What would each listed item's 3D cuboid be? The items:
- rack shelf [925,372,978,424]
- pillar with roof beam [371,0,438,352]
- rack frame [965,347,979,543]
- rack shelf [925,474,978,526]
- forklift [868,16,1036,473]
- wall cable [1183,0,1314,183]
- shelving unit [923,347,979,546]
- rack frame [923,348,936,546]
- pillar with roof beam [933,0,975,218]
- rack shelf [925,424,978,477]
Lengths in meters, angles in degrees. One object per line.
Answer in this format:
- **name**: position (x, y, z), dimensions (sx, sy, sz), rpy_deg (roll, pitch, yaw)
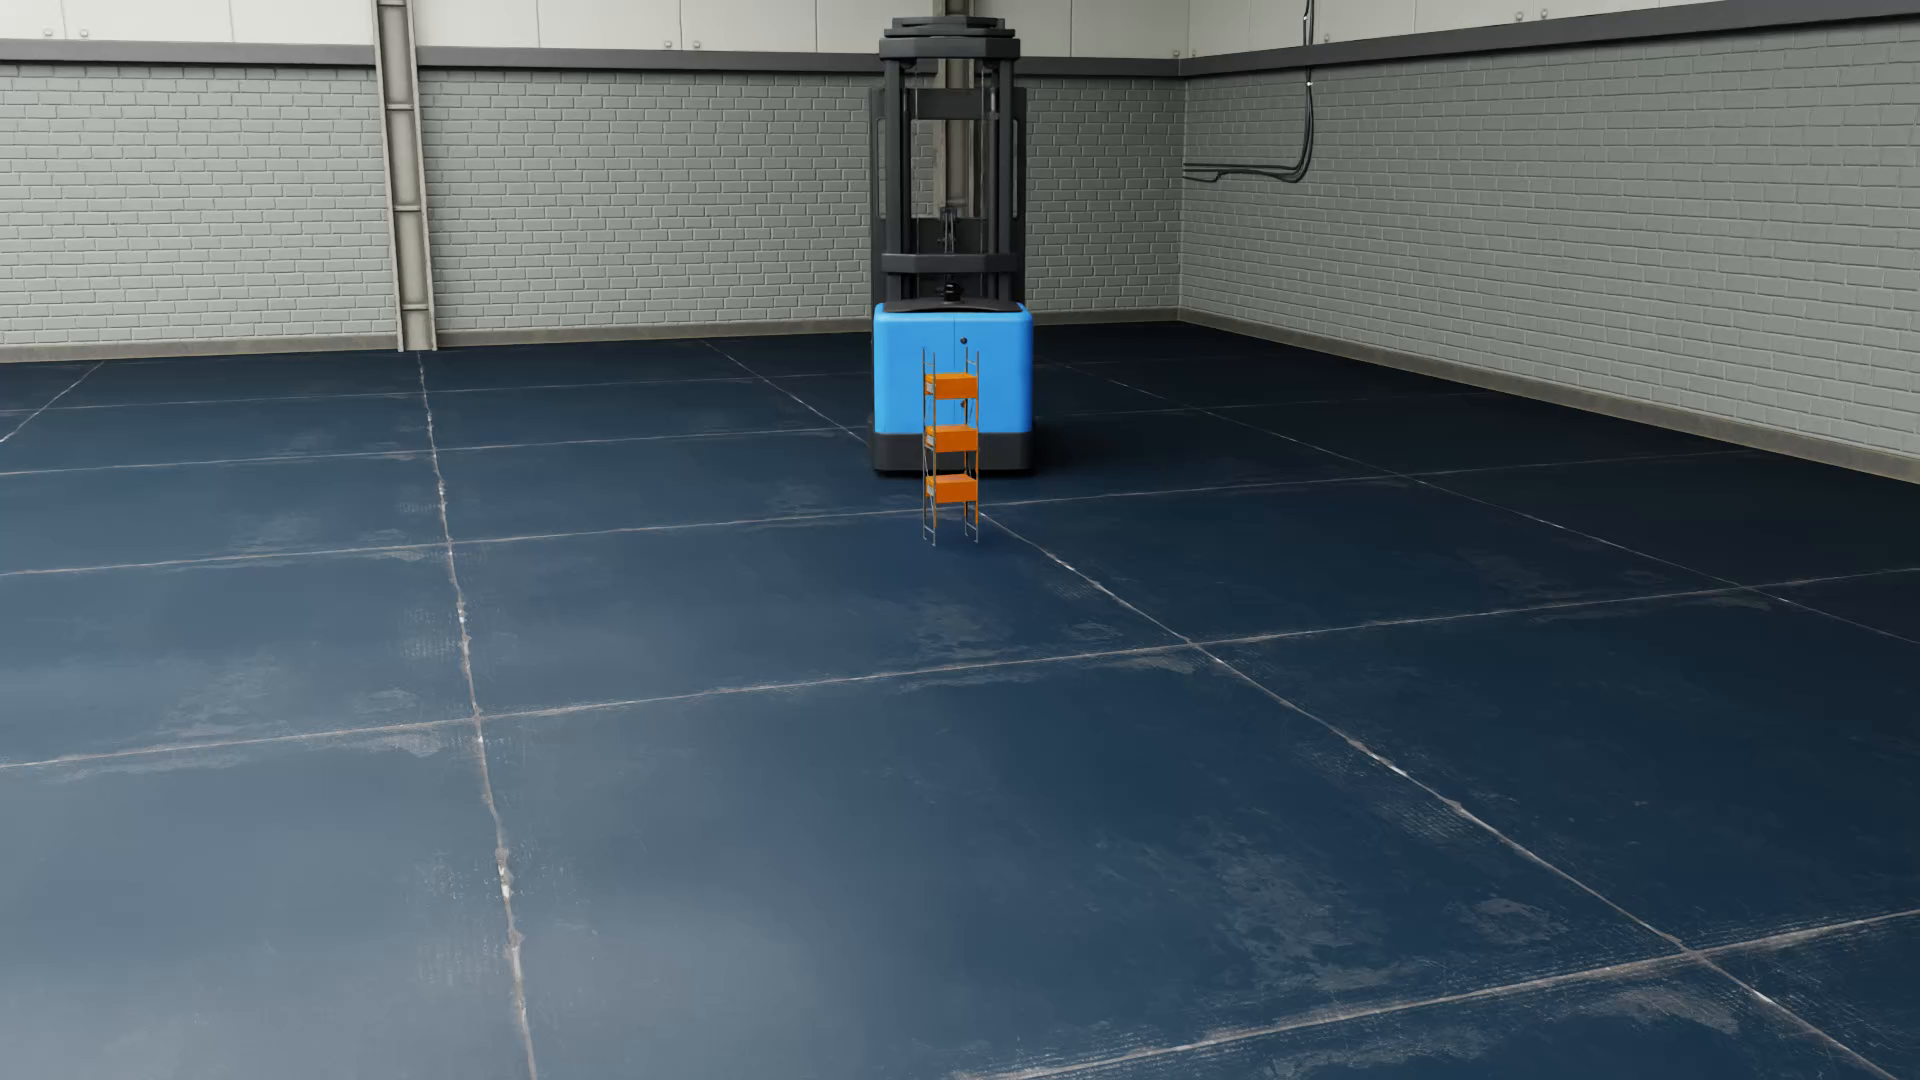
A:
- **rack shelf**: position (-0.051, -0.773, 8.941), dimensions (0.240, 0.259, 0.215), rpy_deg (-4, 14, -18)
- **pillar with roof beam**: position (-4.387, -5.460, 12.652), dimensions (0.400, 9.000, 9.100), rpy_deg (-4, 14, -18)
- **rack frame**: position (0.065, -0.516, 9.043), dimensions (0.008, 1.050, 0.200), rpy_deg (-4, 14, -18)
- **rack shelf**: position (-0.051, -0.226, 9.071), dimensions (0.240, 0.259, 0.215), rpy_deg (-4, 14, -18)
- **forklift**: position (-0.095, -2.156, 11.872), dimensions (1.130, 2.935, 3.031), rpy_deg (-1, 13, -2)
- **wall cable**: position (3.140, -5.264, 18.538), dimensions (0.112, 2.526, 3.097), rpy_deg (-4, 14, -18)
- **shelving unit**: position (-0.051, -0.507, 9.005), dimensions (0.252, 1.050, 0.215), rpy_deg (-4, 14, -18)
- **rack frame**: position (-0.166, -0.498, 8.967), dimensions (0.008, 1.050, 0.200), rpy_deg (-4, 14, -18)
- **pillar with roof beam**: position (1.300, -5.903, 14.514), dimensions (0.400, 9.000, 9.100), rpy_deg (-4, 14, -18)
- **rack shelf**: position (-0.051, -0.497, 9.007), dimensions (0.240, 0.259, 0.215), rpy_deg (-4, 14, -18)
